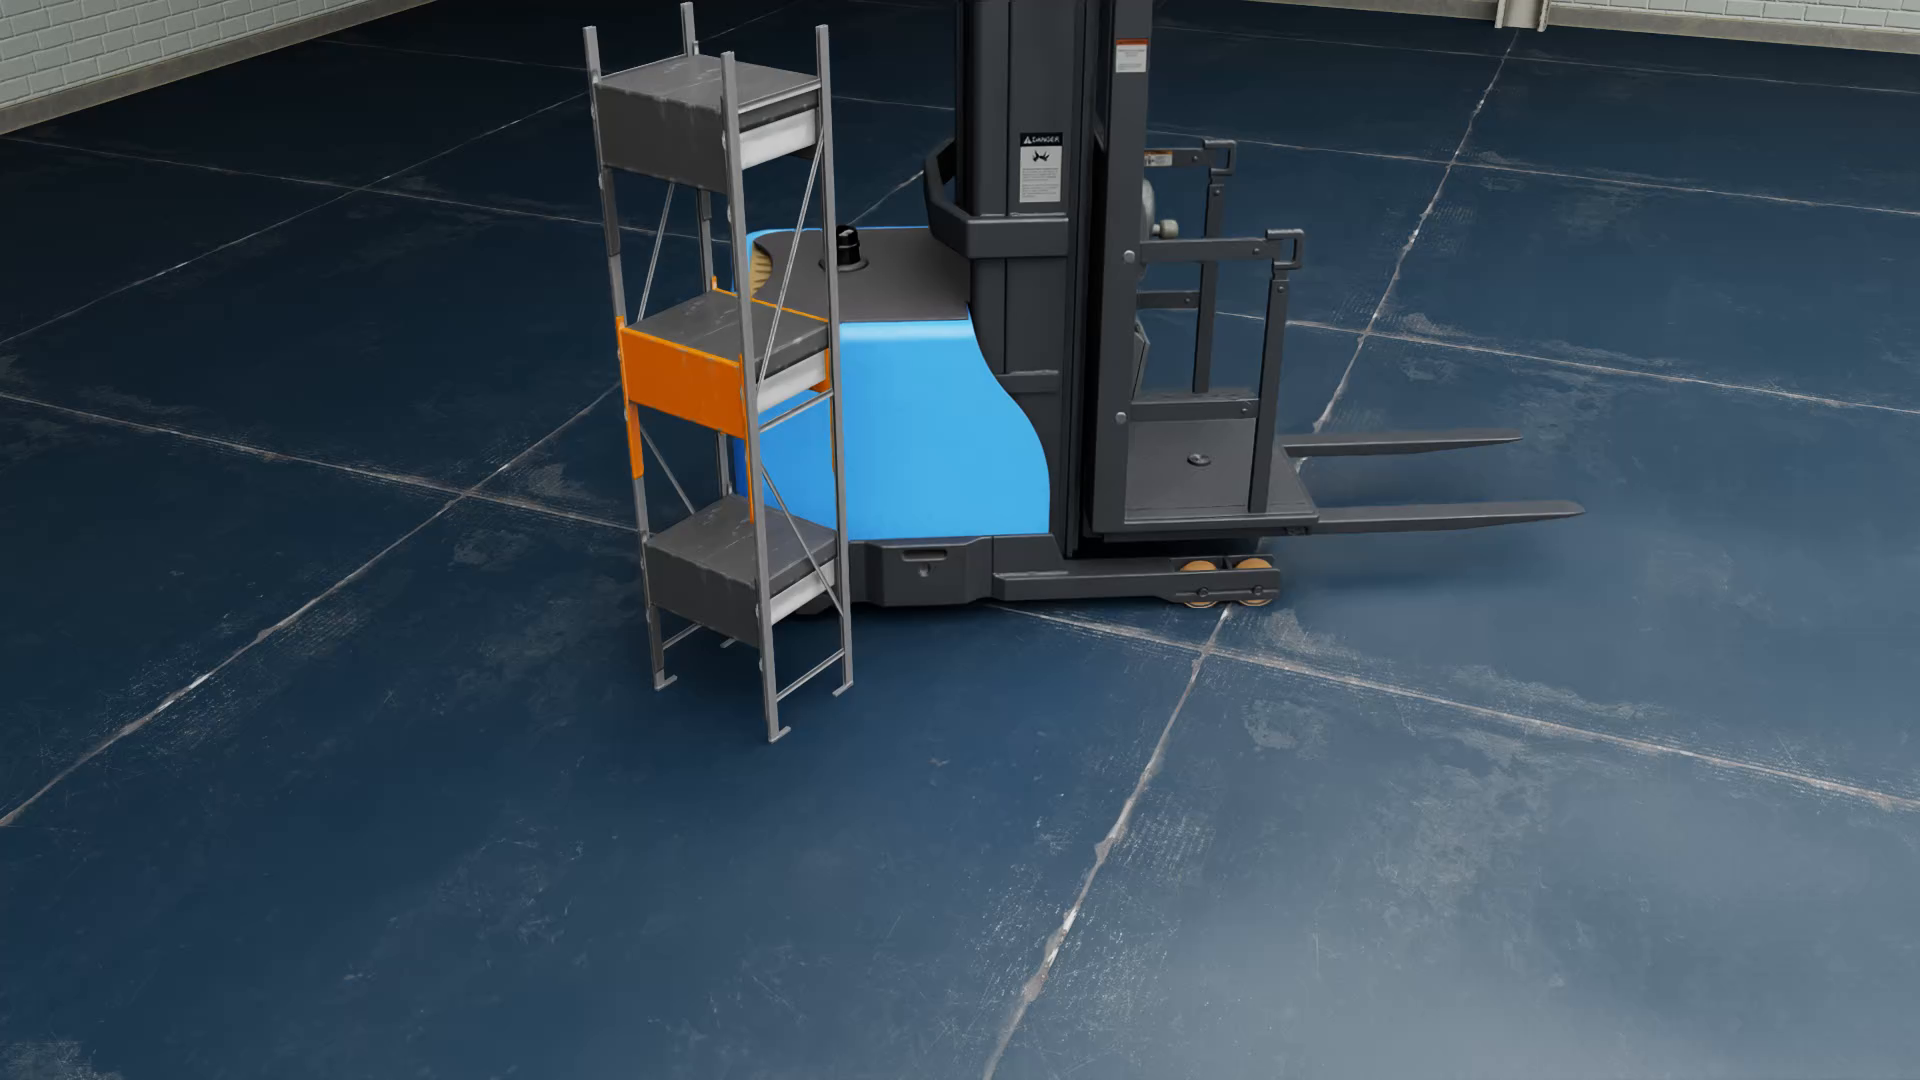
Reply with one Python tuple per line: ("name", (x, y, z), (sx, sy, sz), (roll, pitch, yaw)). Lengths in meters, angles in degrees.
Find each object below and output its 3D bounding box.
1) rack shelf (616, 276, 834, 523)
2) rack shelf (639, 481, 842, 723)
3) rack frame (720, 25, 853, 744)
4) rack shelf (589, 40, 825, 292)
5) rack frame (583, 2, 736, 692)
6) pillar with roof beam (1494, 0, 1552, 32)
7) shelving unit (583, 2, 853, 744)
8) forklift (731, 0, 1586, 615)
("rack shelf", (-0.668, -0.423, 4.893), (0.480, 0.518, 0.431), (19, 35, 30))
("rack shelf", (-0.668, 0.186, 5.237), (0.480, 0.518, 0.431), (19, 35, 30))
("rack frame", (-0.470, -0.365, 4.763), (0.015, 2.100, 0.400), (19, 35, 30))
("rack shelf", (-0.668, -1.033, 4.549), (0.480, 0.518, 0.431), (19, 35, 30))
("rack frame", (-0.867, -0.505, 5.010), (0.015, 2.100, 0.400), (19, 35, 30))
("pillar with roof beam", (3.038, -6.224, 8.117), (0.400, 9.000, 9.100), (11, 31, 19))
("shelving unit", (-0.668, -0.435, 4.886), (0.503, 2.100, 0.431), (19, 35, 30))
("forklift", (0.717, -1.294, 5.561), (3.031, 2.935, 1.130), (-2, 30, -4))
